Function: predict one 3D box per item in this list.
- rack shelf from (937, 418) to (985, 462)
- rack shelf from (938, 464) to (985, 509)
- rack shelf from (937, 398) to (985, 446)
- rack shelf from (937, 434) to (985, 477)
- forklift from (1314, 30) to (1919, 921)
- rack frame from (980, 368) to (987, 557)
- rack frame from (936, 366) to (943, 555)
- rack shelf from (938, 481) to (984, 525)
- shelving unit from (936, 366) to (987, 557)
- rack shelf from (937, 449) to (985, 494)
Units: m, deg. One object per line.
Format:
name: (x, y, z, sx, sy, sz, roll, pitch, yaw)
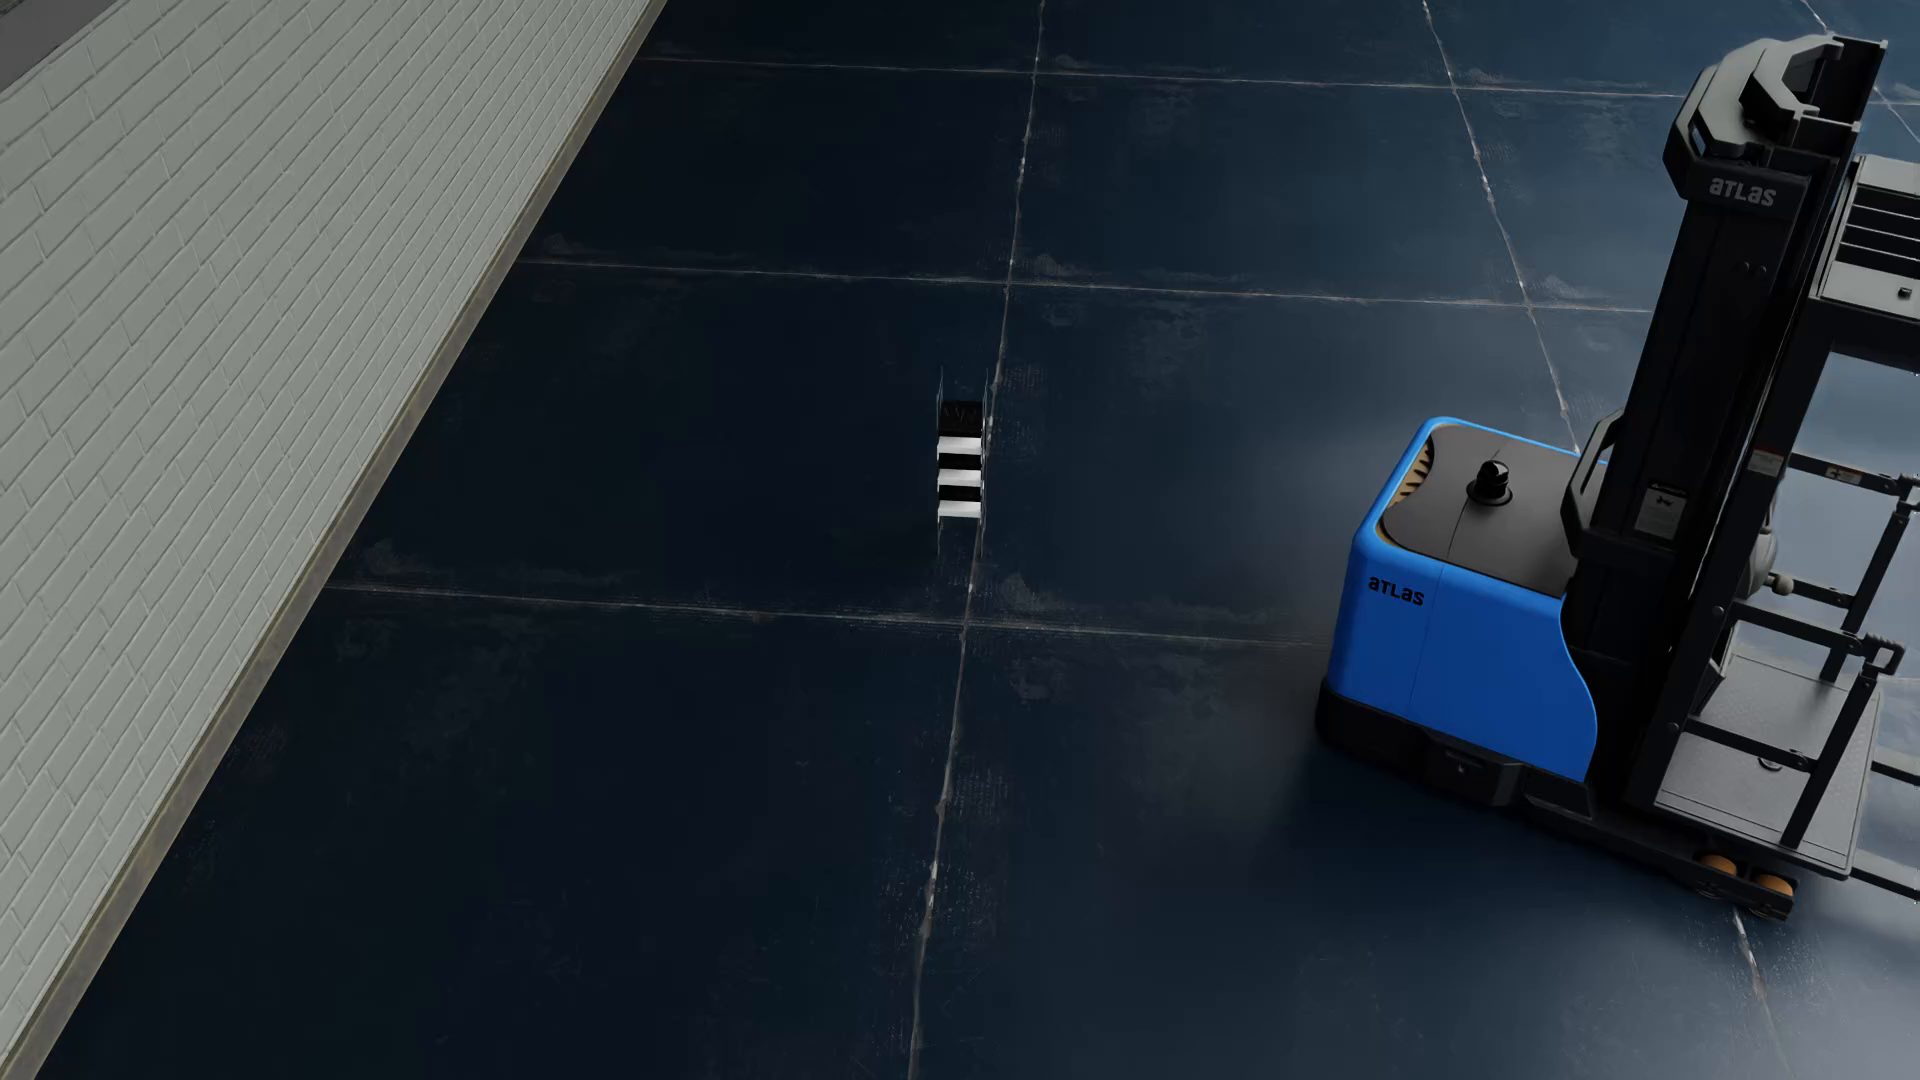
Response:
rack shelf: (0.008, -0.462, 7.543, 0.200, 0.077, 0.258, 3, 39, 4)
rack shelf: (0.008, -0.253, 7.714, 0.200, 0.077, 0.258, 3, 39, 4)
rack shelf: (0.008, -0.532, 7.486, 0.200, 0.077, 0.258, 3, 39, 4)
rack shelf: (0.008, -0.393, 7.600, 0.200, 0.077, 0.258, 3, 39, 4)
forklift: (3.004, -0.113, 5.738, 3.031, 2.935, 1.130, 20, 43, 22)
rack frame: (0.109, -0.343, 7.629, 0.006, 0.900, 0.240, 3, 39, 4)
rack frame: (-0.093, -0.354, 7.643, 0.006, 0.900, 0.240, 3, 39, 4)
rack shelf: (0.008, -0.183, 7.771, 0.200, 0.077, 0.258, 3, 39, 4)
shelving unit: (0.008, -0.349, 7.636, 0.210, 0.900, 0.258, 3, 39, 4)
rack shelf: (0.008, -0.323, 7.657, 0.200, 0.077, 0.258, 3, 39, 4)
